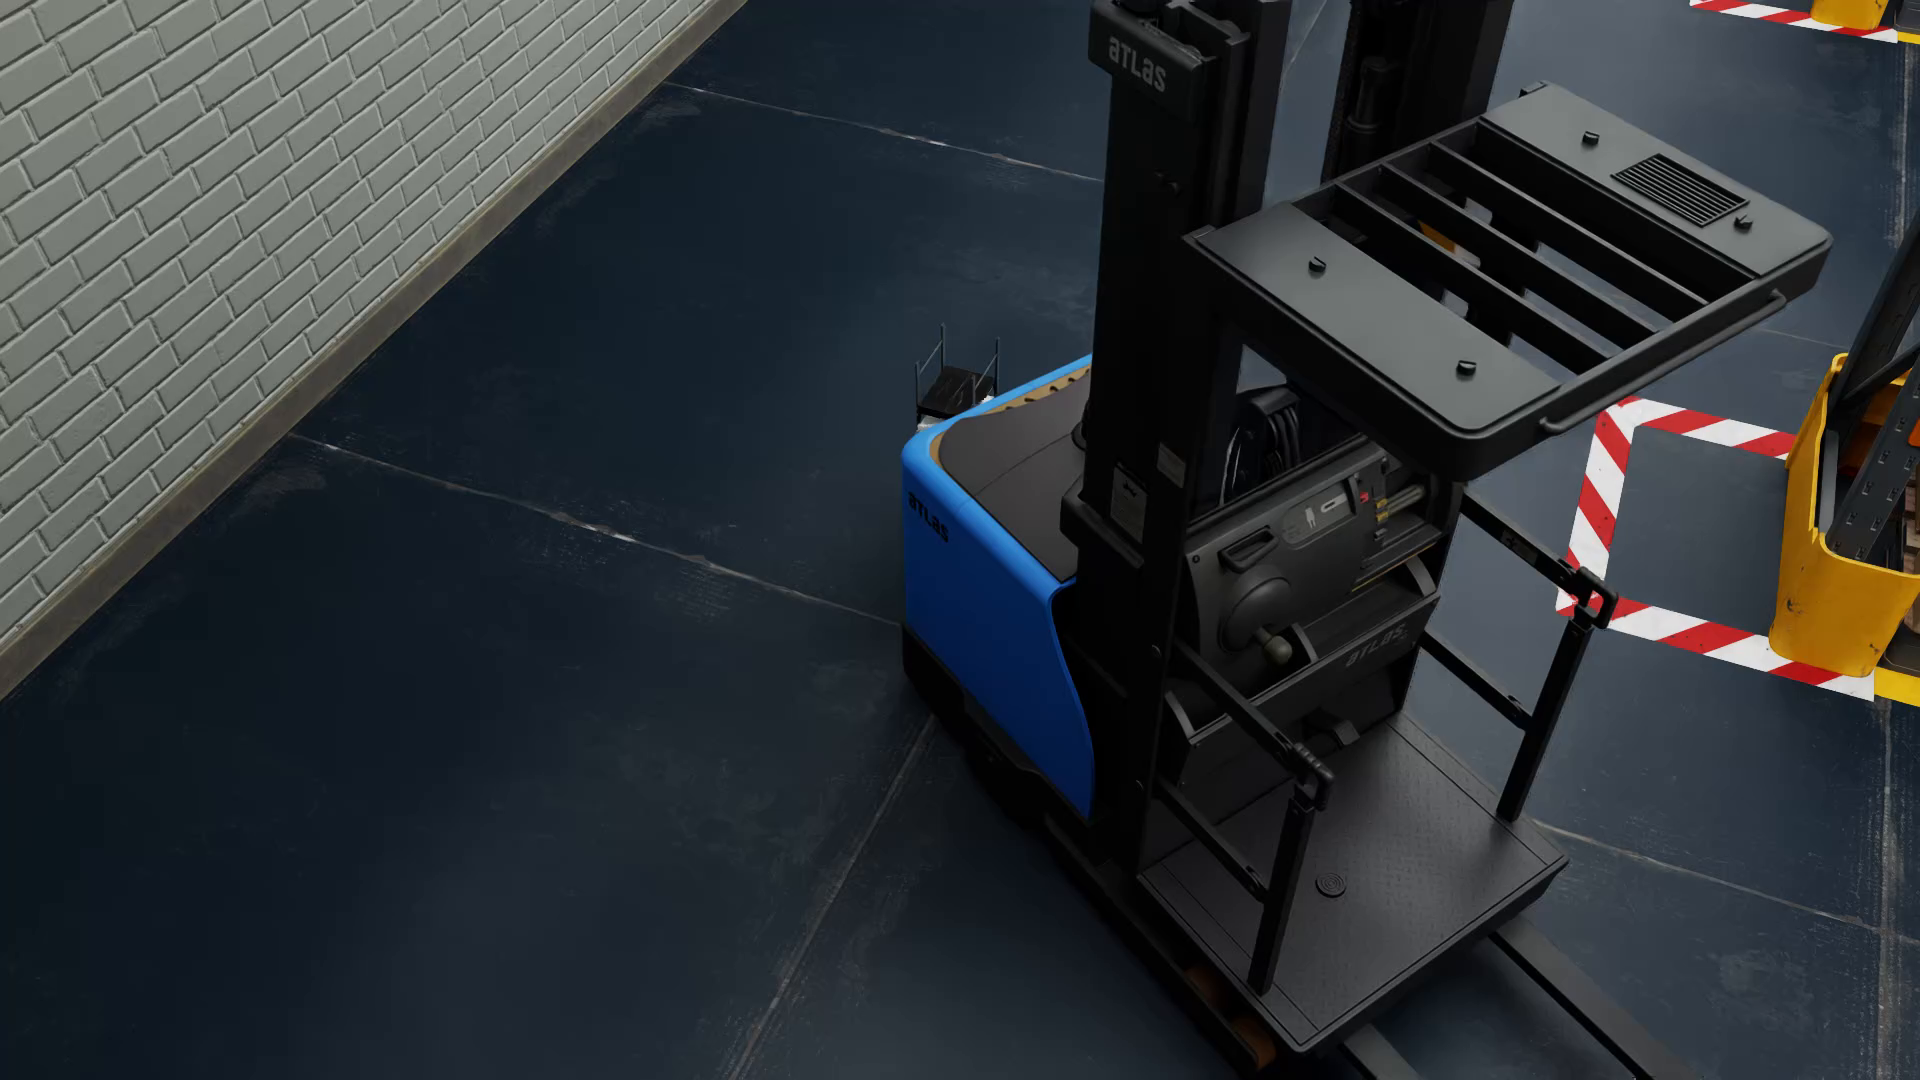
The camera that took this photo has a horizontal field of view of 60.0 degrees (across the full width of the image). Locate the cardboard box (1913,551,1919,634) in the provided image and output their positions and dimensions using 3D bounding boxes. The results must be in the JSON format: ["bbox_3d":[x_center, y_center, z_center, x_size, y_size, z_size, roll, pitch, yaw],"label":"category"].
[{"bbox_3d":[3.408,0.174,5.658,0.250,0.149,0.380,16,47,16],"label":"cardboard box"}]

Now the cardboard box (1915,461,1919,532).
[{"bbox_3d":[3.750,-0.301,5.886,0.500,0.500,0.500,16,47,16],"label":"cardboard box"}]

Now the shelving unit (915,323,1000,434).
[{"bbox_3d":[-0.007,-0.321,5.935,0.210,0.900,0.258,16,47,16],"label":"shelving unit"}]

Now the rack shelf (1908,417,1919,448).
[{"bbox_3d":[5.000,-0.220,4.855,4.000,0.370,1.077,16,47,16],"label":"rack shelf"}]

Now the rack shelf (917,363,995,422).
[{"bbox_3d":[-0.007,-0.489,5.768,0.200,0.077,0.258,16,47,16],"label":"rack shelf"}]

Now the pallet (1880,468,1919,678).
[{"bbox_3d":[3.960,0.207,5.893,1.213,0.211,1.003,16,47,16],"label":"pallet"}]

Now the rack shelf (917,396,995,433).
[{"bbox_3d":[-0.007,-0.425,5.831,0.200,0.077,0.258,16,47,16],"label":"rack shelf"}]

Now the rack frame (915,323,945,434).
[{"bbox_3d":[-0.101,-0.349,5.963,0.006,0.900,0.240,16,47,16],"label":"rack frame"}]

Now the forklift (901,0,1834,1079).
[{"bbox_3d":[1.062,0.077,4.094,1.130,2.935,3.031,-26,51,-24],"label":"forklift"}]

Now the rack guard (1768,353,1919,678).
[{"bbox_3d":[3.224,-0.112,6.008,0.348,0.500,1.175,16,47,16],"label":"rack guard"}]

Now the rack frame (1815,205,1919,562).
[{"bbox_3d":[3.154,-1.018,5.147,0.127,3.000,1.000,16,47,16],"label":"rack frame"}]

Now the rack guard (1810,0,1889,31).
[{"bbox_3d":[5.037,-3.354,9.266,0.348,0.500,1.175,16,47,16],"label":"rack guard"}]

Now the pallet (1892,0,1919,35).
[{"bbox_3d":[5.810,-3.004,9.120,1.213,0.211,1.003,16,47,16],"label":"pallet"}]

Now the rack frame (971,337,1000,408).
[{"bbox_3d":[0.086,-0.294,5.907,0.006,0.900,0.240,16,47,16],"label":"rack frame"}]
